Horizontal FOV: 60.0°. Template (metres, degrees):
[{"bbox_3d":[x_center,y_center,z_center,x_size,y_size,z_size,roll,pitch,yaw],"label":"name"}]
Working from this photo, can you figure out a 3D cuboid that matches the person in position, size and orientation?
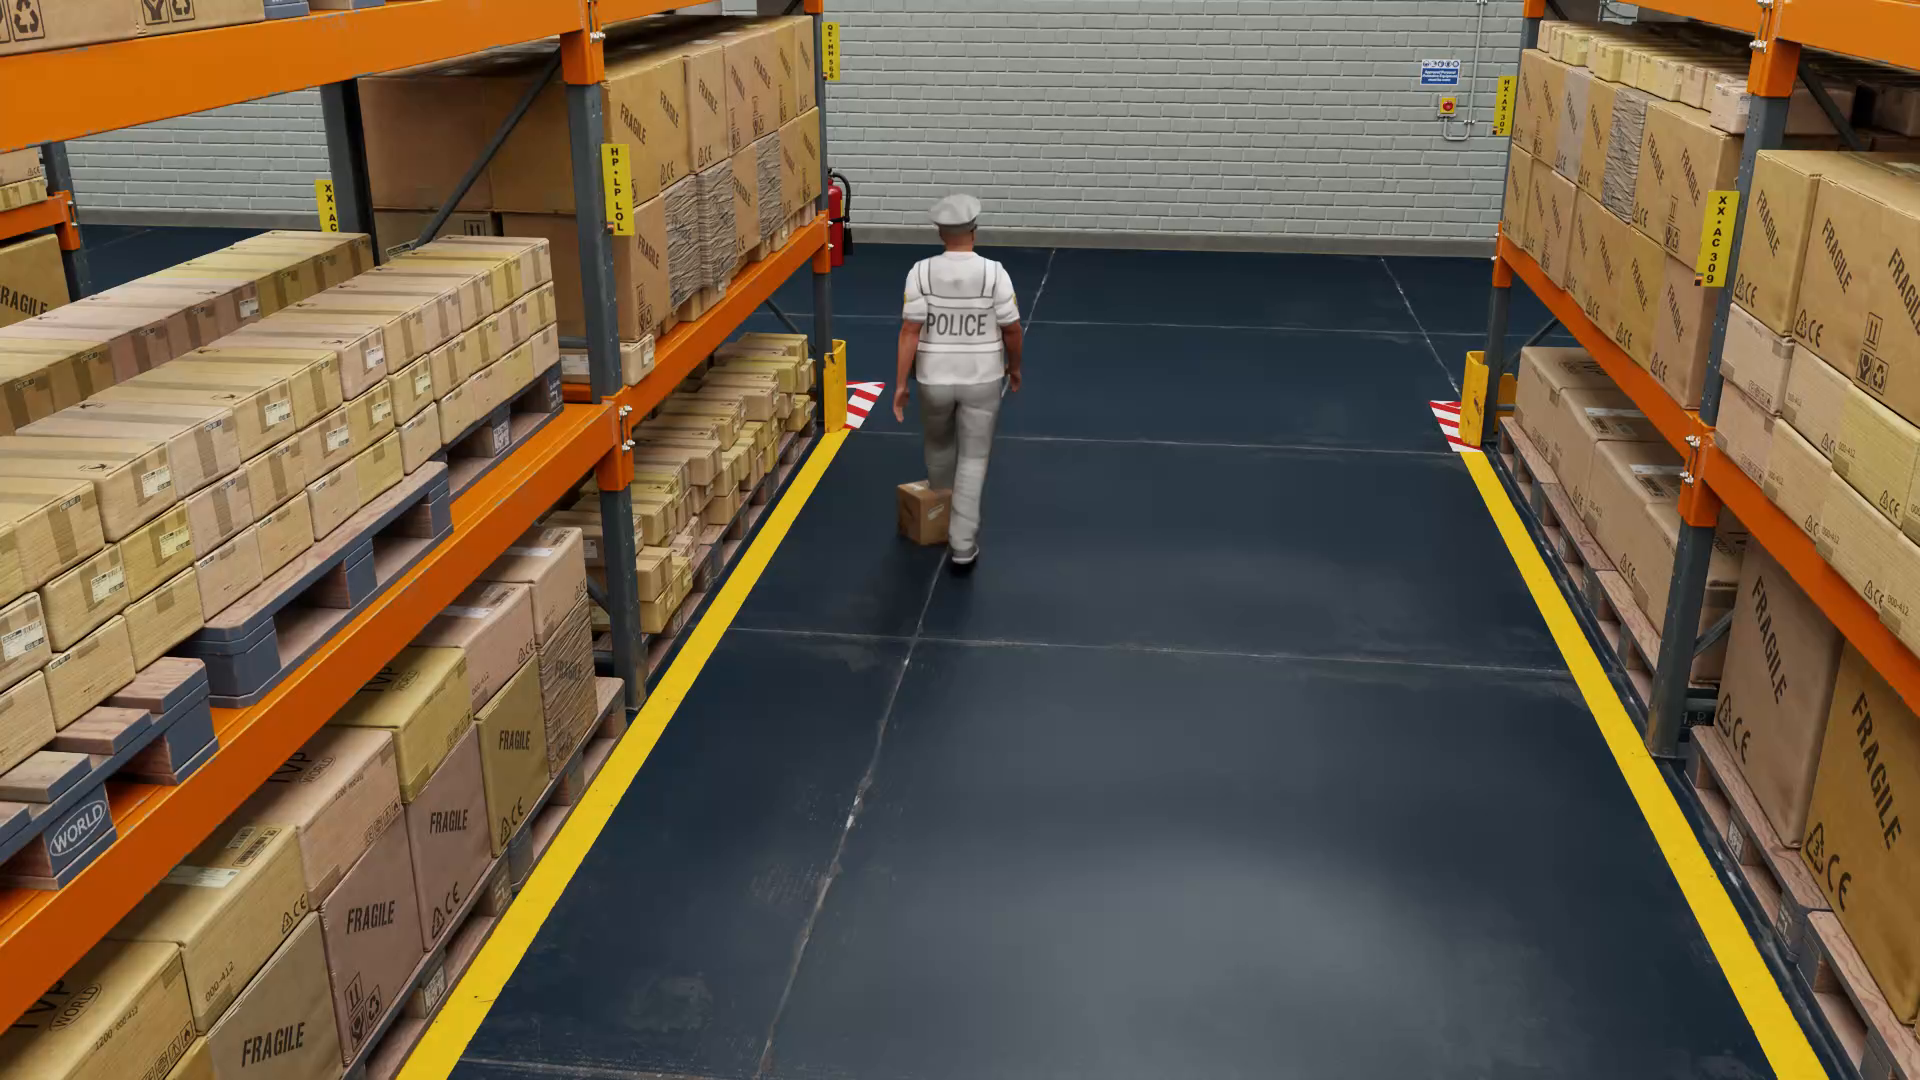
[{"bbox_3d":[0.008,-0.824,8.155,0.593,1.739,0.956,3,21,9],"label":"person"}]
